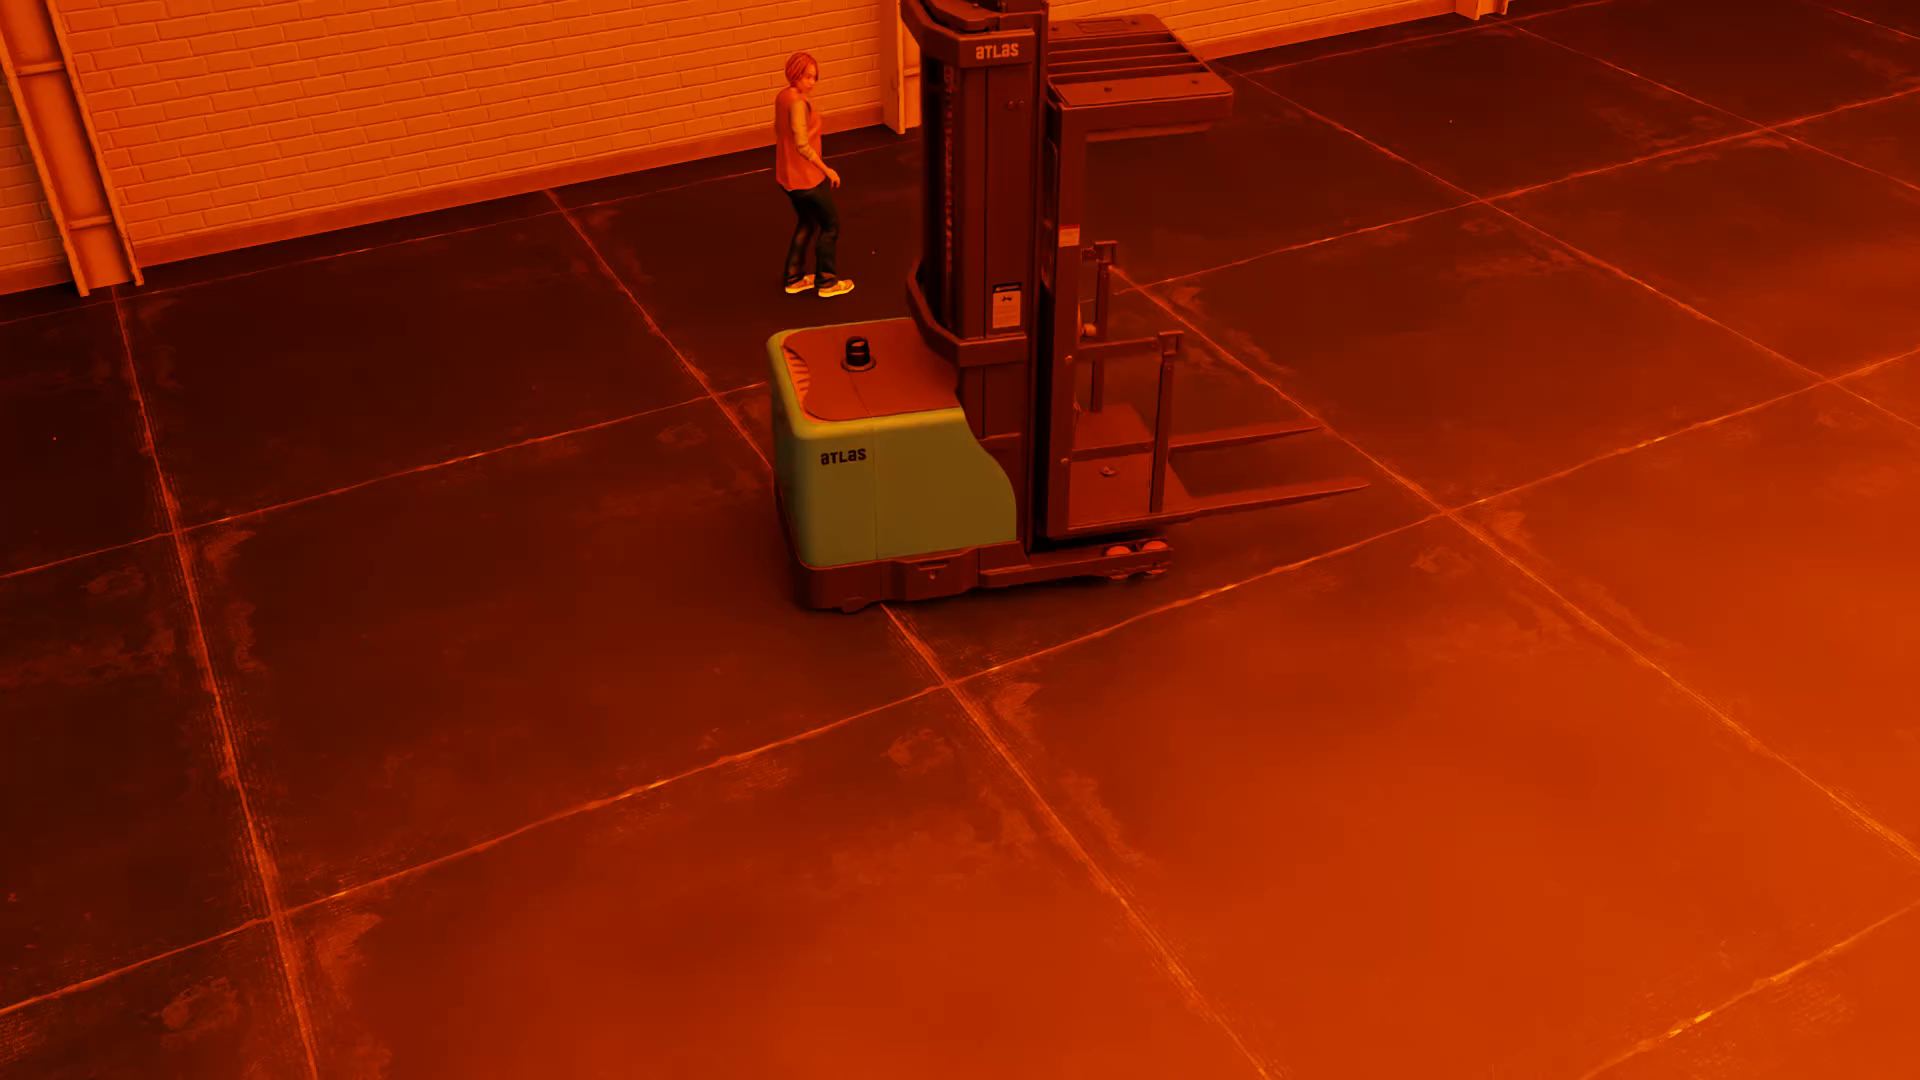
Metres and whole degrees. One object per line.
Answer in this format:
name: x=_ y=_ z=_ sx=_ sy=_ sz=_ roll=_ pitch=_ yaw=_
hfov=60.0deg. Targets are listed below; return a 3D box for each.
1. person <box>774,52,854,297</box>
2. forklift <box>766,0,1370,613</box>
person: x=-0.964 y=-2.313 z=10.583 sx=0.446 sy=1.573 sz=0.611 roll=-19 pitch=39 yaw=-24
forklift: x=0.597 y=-1.288 z=7.945 sx=3.031 sy=2.935 sz=1.130 roll=-8 pitch=36 yaw=-11
